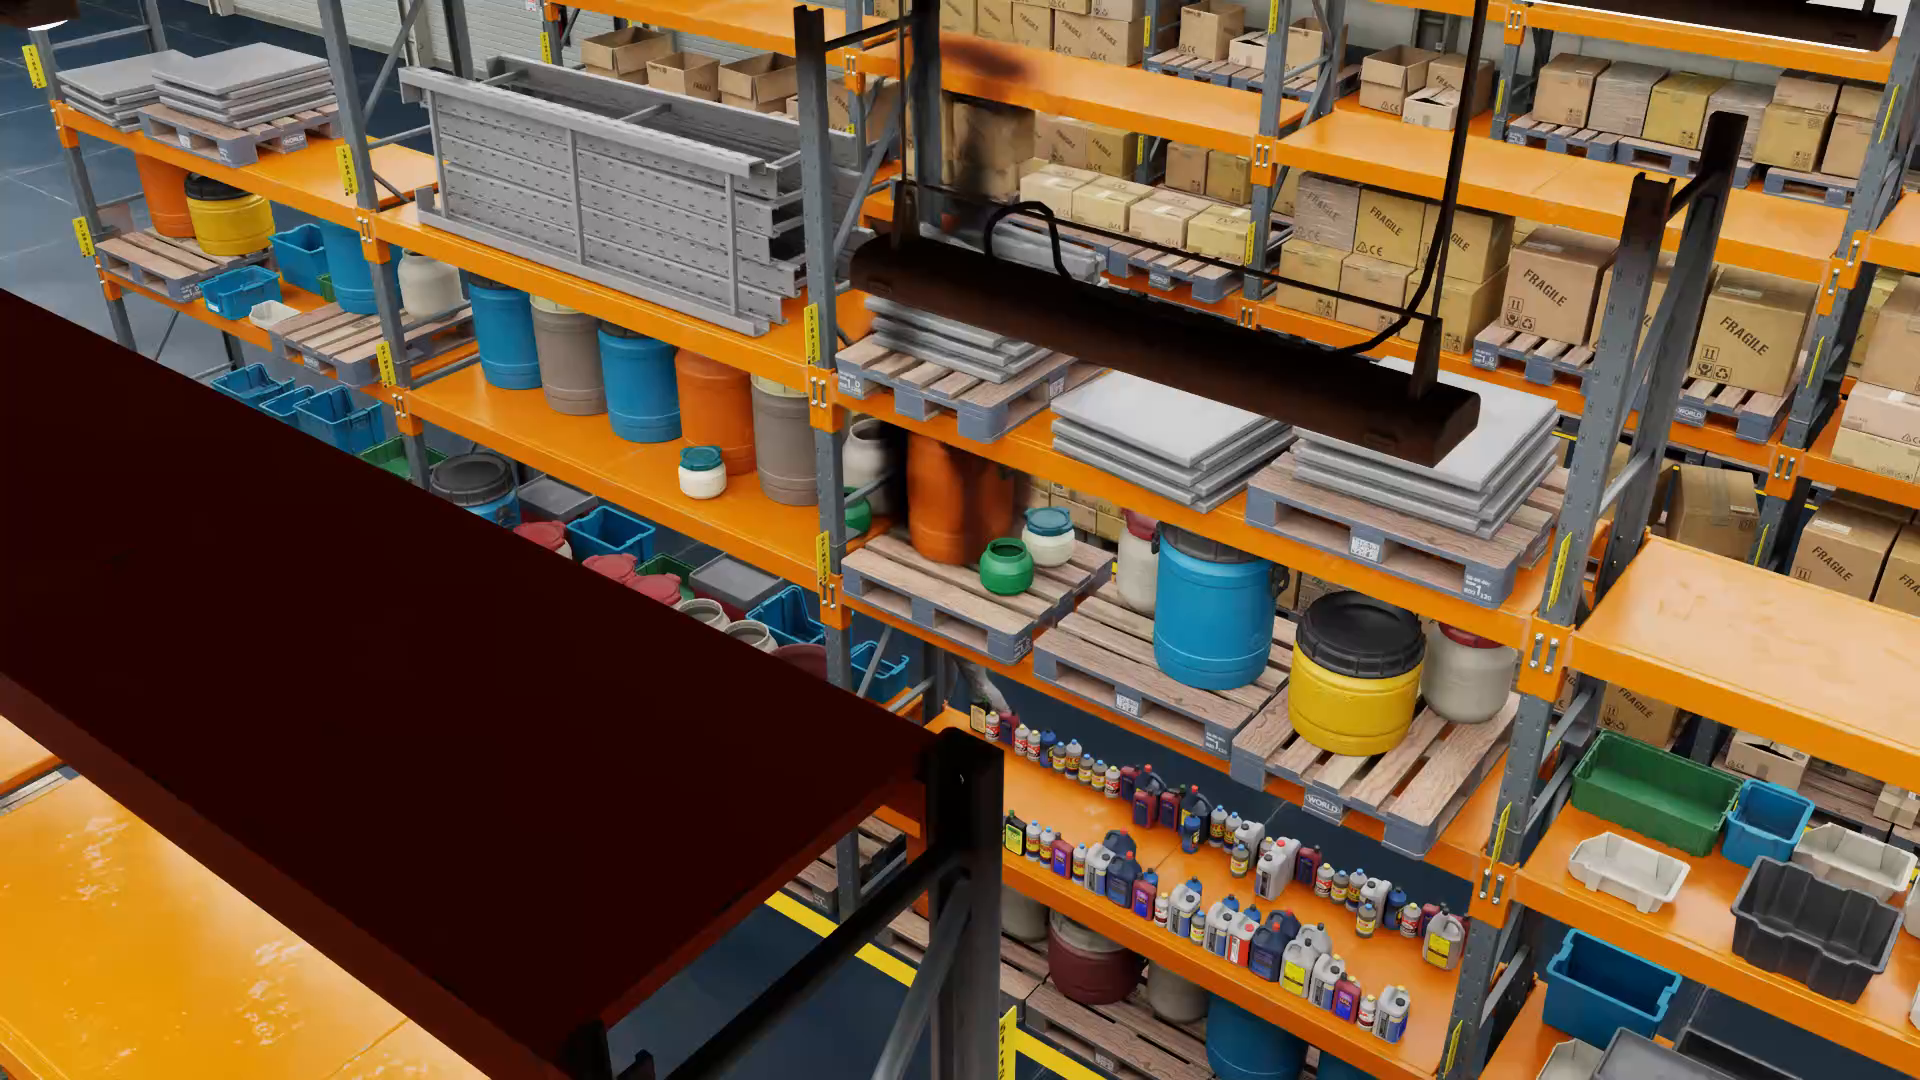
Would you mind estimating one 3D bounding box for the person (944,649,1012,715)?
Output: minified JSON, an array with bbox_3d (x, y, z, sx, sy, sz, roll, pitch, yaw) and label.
[{"bbox_3d":[0.069,0.738,12.395,0.963,1.770,0.702,18,36,27],"label":"person"}]
